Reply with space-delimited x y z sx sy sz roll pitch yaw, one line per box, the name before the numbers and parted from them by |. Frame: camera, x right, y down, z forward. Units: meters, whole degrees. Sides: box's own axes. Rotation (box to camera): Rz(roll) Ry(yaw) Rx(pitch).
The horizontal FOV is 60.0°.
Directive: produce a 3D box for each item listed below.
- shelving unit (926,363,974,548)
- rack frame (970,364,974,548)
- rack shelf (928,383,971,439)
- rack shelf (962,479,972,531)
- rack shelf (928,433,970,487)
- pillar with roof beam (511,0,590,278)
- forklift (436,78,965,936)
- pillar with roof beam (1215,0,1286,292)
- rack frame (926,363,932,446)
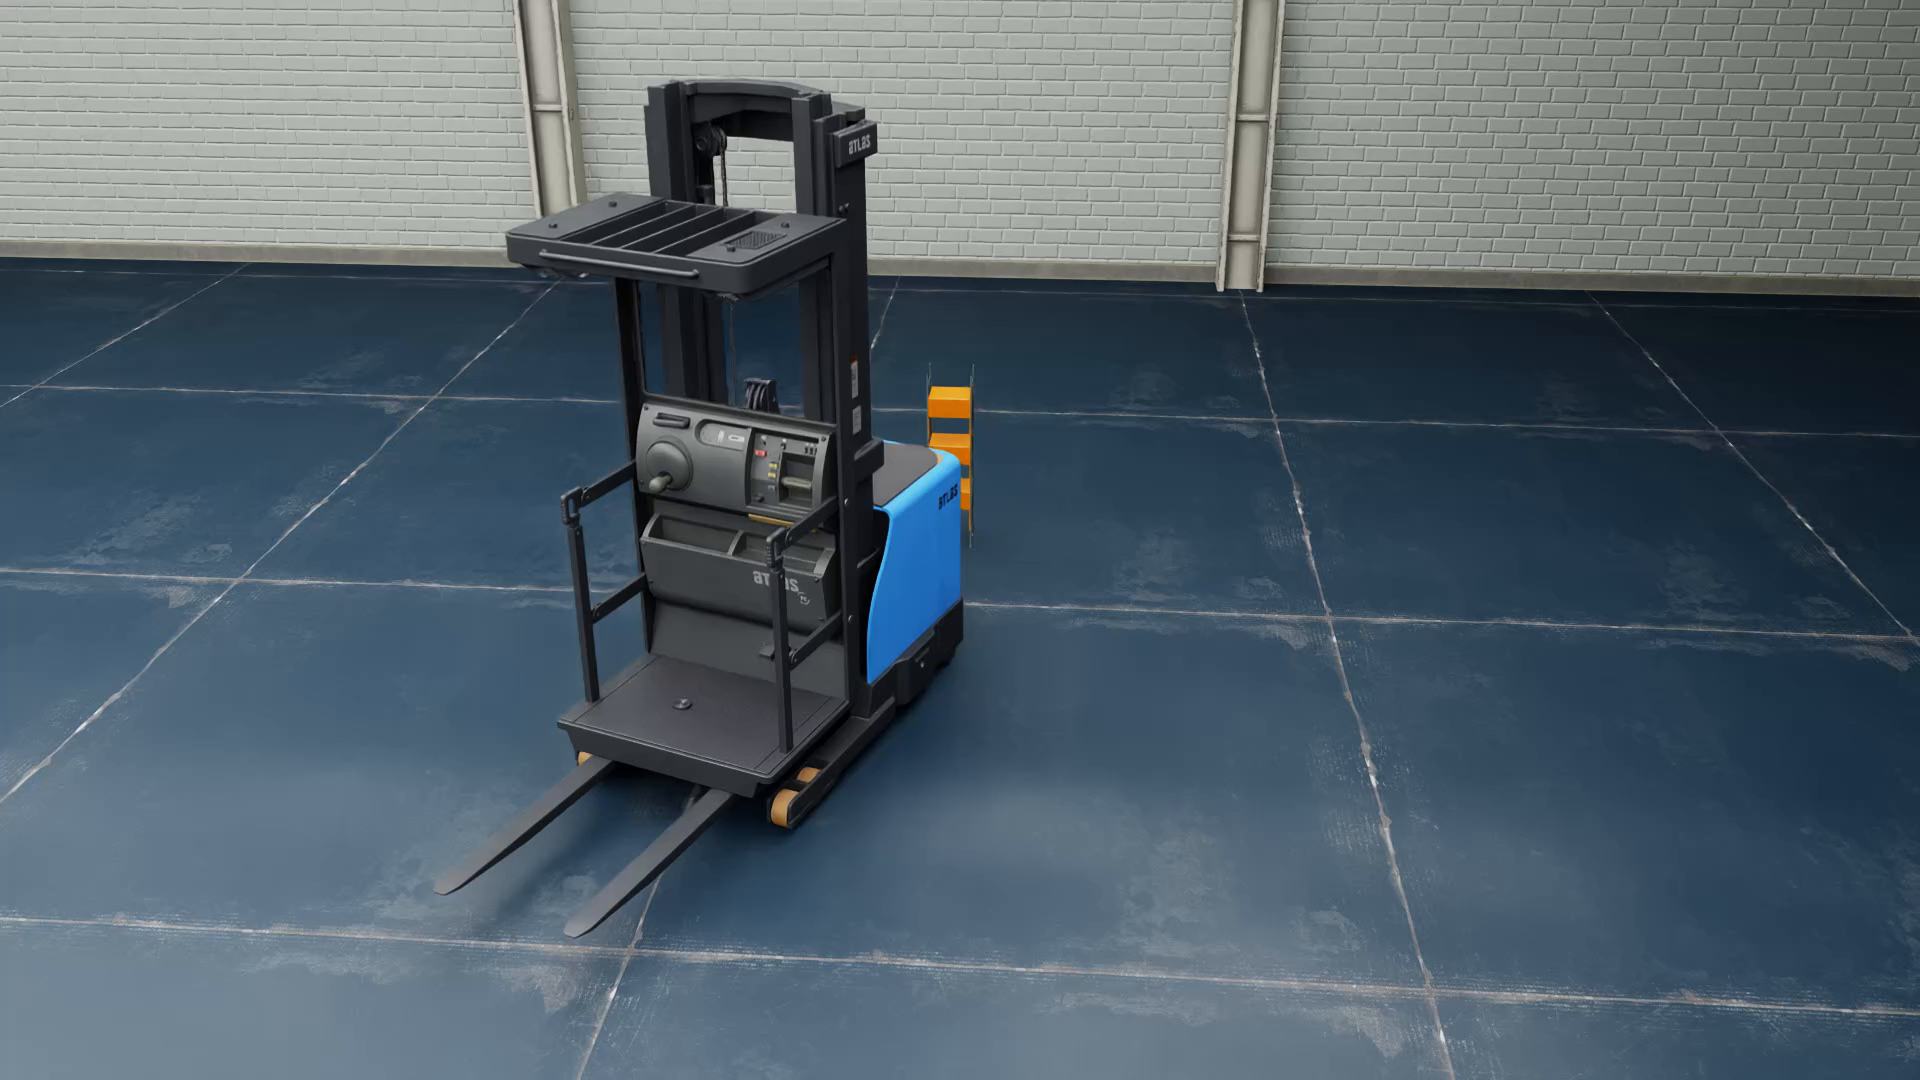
shelving unit | -0.053 -0.479 9.534 0.252 1.050 0.215 2 25 4
rack frame | 0.068 -0.475 9.526 0.008 1.050 0.200 2 25 4
rack shelf | -0.053 -0.727 9.420 0.240 0.259 0.215 2 25 4
rack shelf | -0.053 -0.217 9.655 0.240 0.259 0.215 2 25 4
rack shelf | -0.053 -0.469 9.539 0.240 0.259 0.215 2 25 4
pillar with roof beam | -3.866 -4.707 9.214 0.400 9.000 9.100 2 25 4
forklift | -1.056 -0.317 6.932 1.130 2.935 3.031 11 27 23
pillar with roof beam | 2.116 -4.515 8.797 0.400 9.000 9.100 2 25 4
rack frame | -0.175 -0.483 9.543 0.008 1.050 0.200 2 25 4
